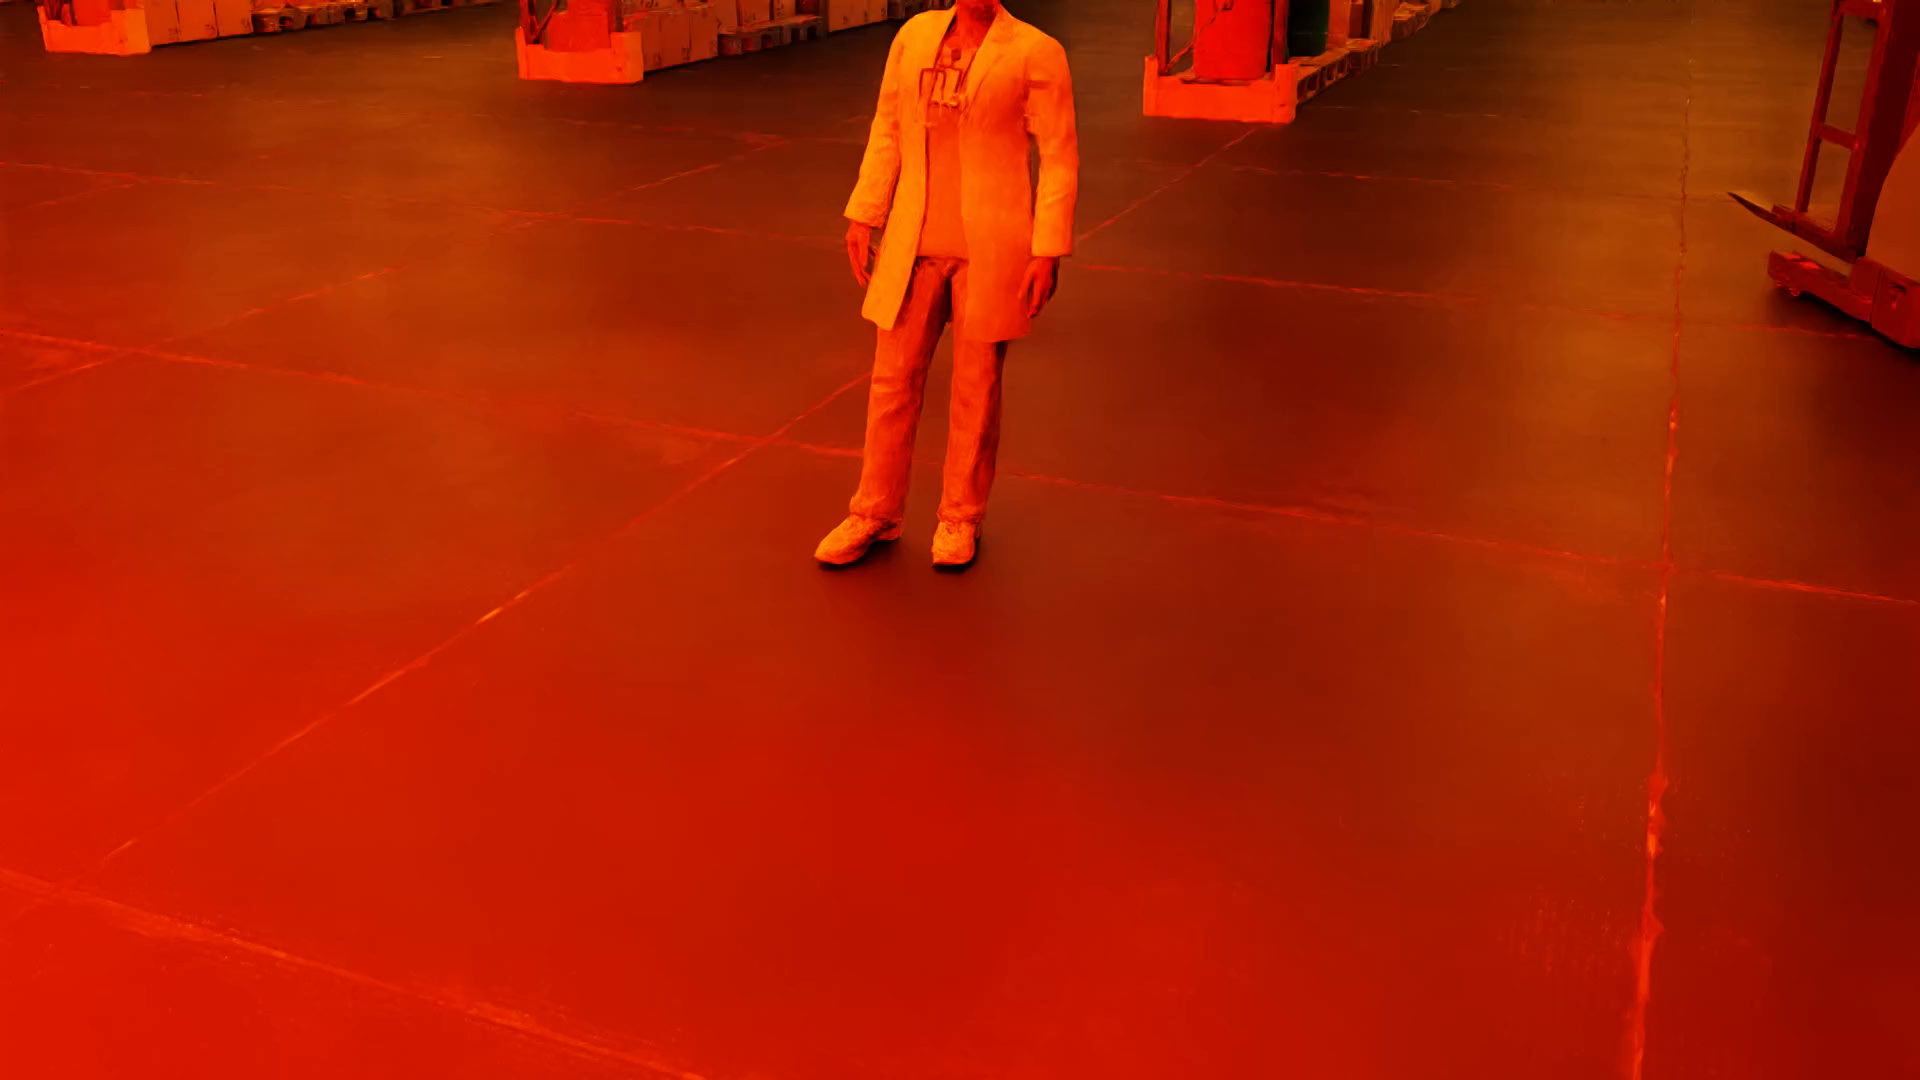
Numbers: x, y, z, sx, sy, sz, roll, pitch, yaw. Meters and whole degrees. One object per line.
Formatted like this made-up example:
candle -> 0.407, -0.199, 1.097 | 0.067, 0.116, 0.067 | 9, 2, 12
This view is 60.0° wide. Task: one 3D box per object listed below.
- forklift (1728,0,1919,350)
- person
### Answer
forklift -> 4.466, -2.465, 7.189 | 1.130, 2.935, 3.031 | 1, 23, 2
person -> -0.039, -0.795, 4.671 | 0.694, 1.776, 0.579 | 9, 24, 21
